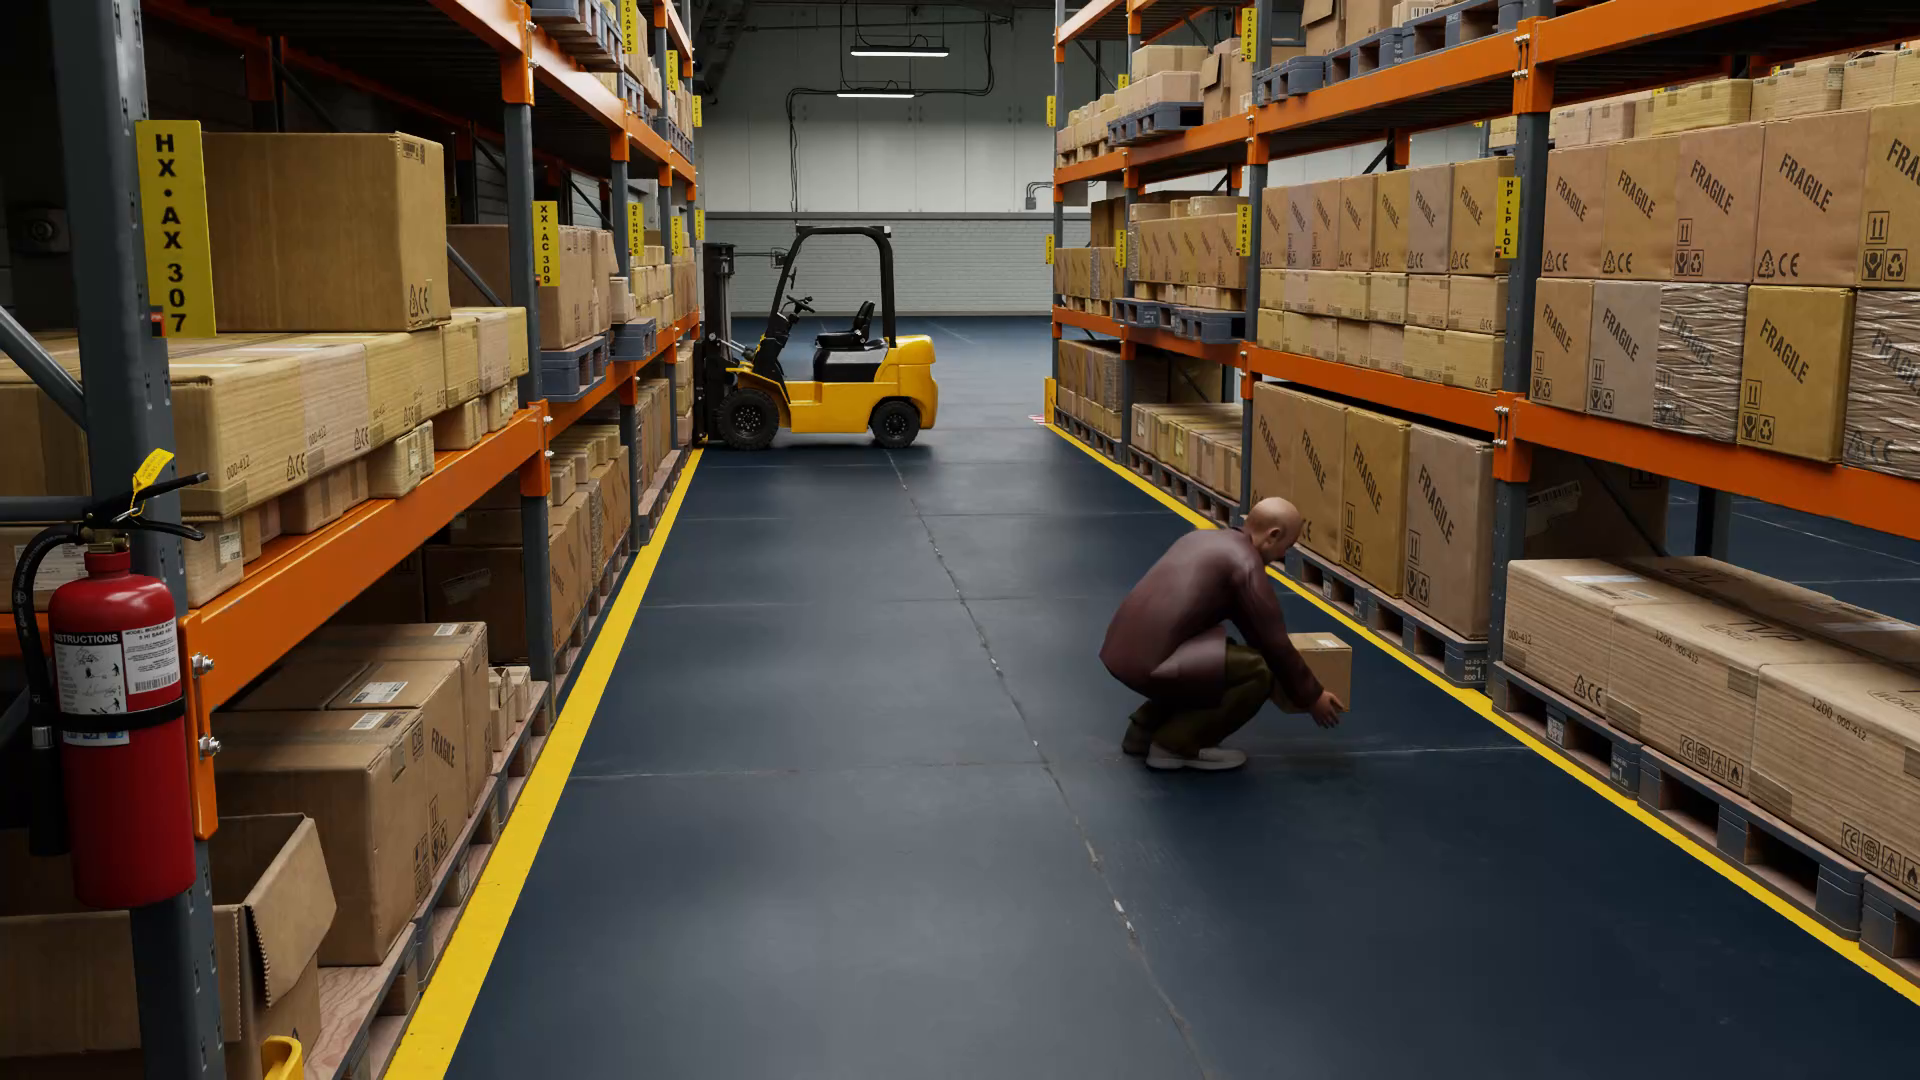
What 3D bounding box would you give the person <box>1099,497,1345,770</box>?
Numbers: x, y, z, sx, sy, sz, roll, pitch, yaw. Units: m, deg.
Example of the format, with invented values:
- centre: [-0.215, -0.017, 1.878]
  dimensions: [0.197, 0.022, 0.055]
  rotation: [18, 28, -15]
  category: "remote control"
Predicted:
- centre: [0.973, 0.350, 6.272]
  dimensions: [0.899, 0.981, 0.594]
  rotation: [-1, 10, -6]
  category: "person"
